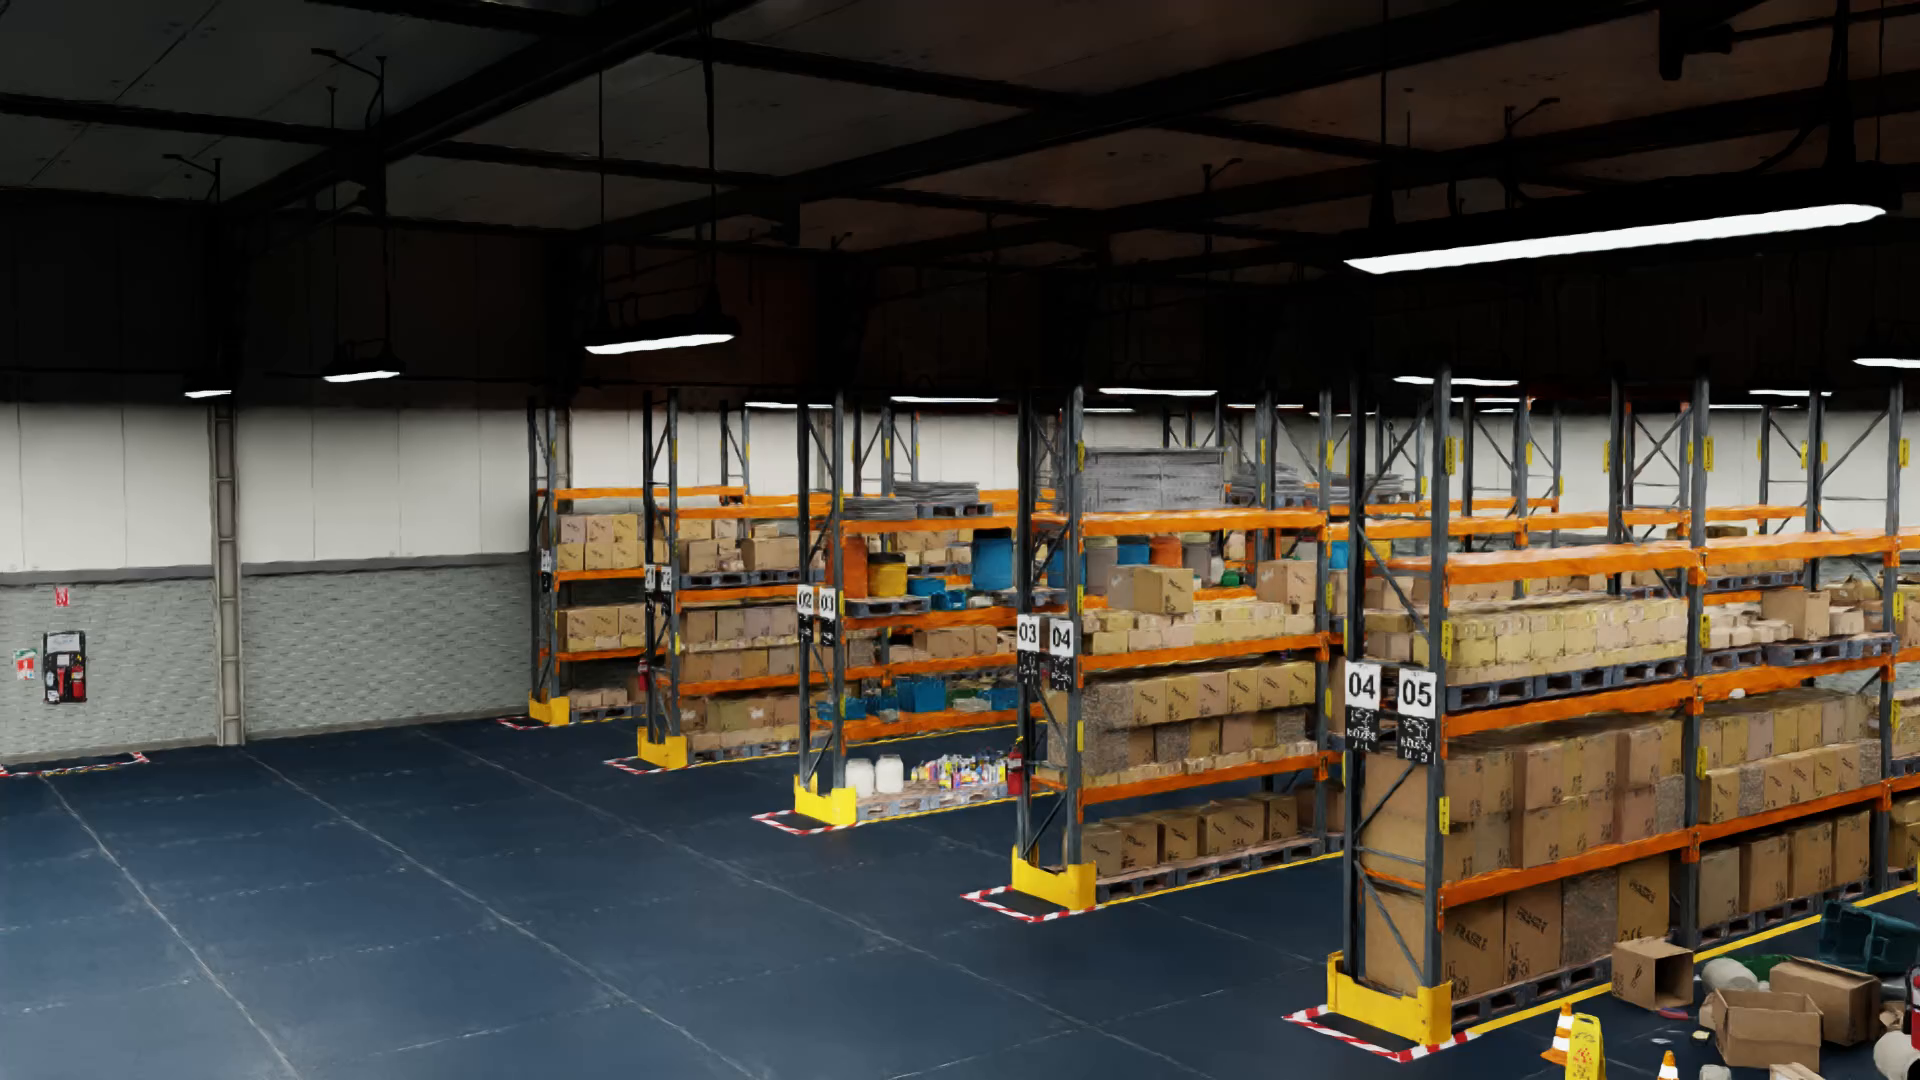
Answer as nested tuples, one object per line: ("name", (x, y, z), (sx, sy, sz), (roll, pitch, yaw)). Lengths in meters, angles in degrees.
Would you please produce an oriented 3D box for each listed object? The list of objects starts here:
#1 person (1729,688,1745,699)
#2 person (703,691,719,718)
("person", (10.670, 2.903, 22.883), (0.655, 1.785, 0.577), (-1, 3, -9))
("person", (-4.424, 2.630, 29.093), (1.095, 1.588, 0.448), (-2, 4, -33))
